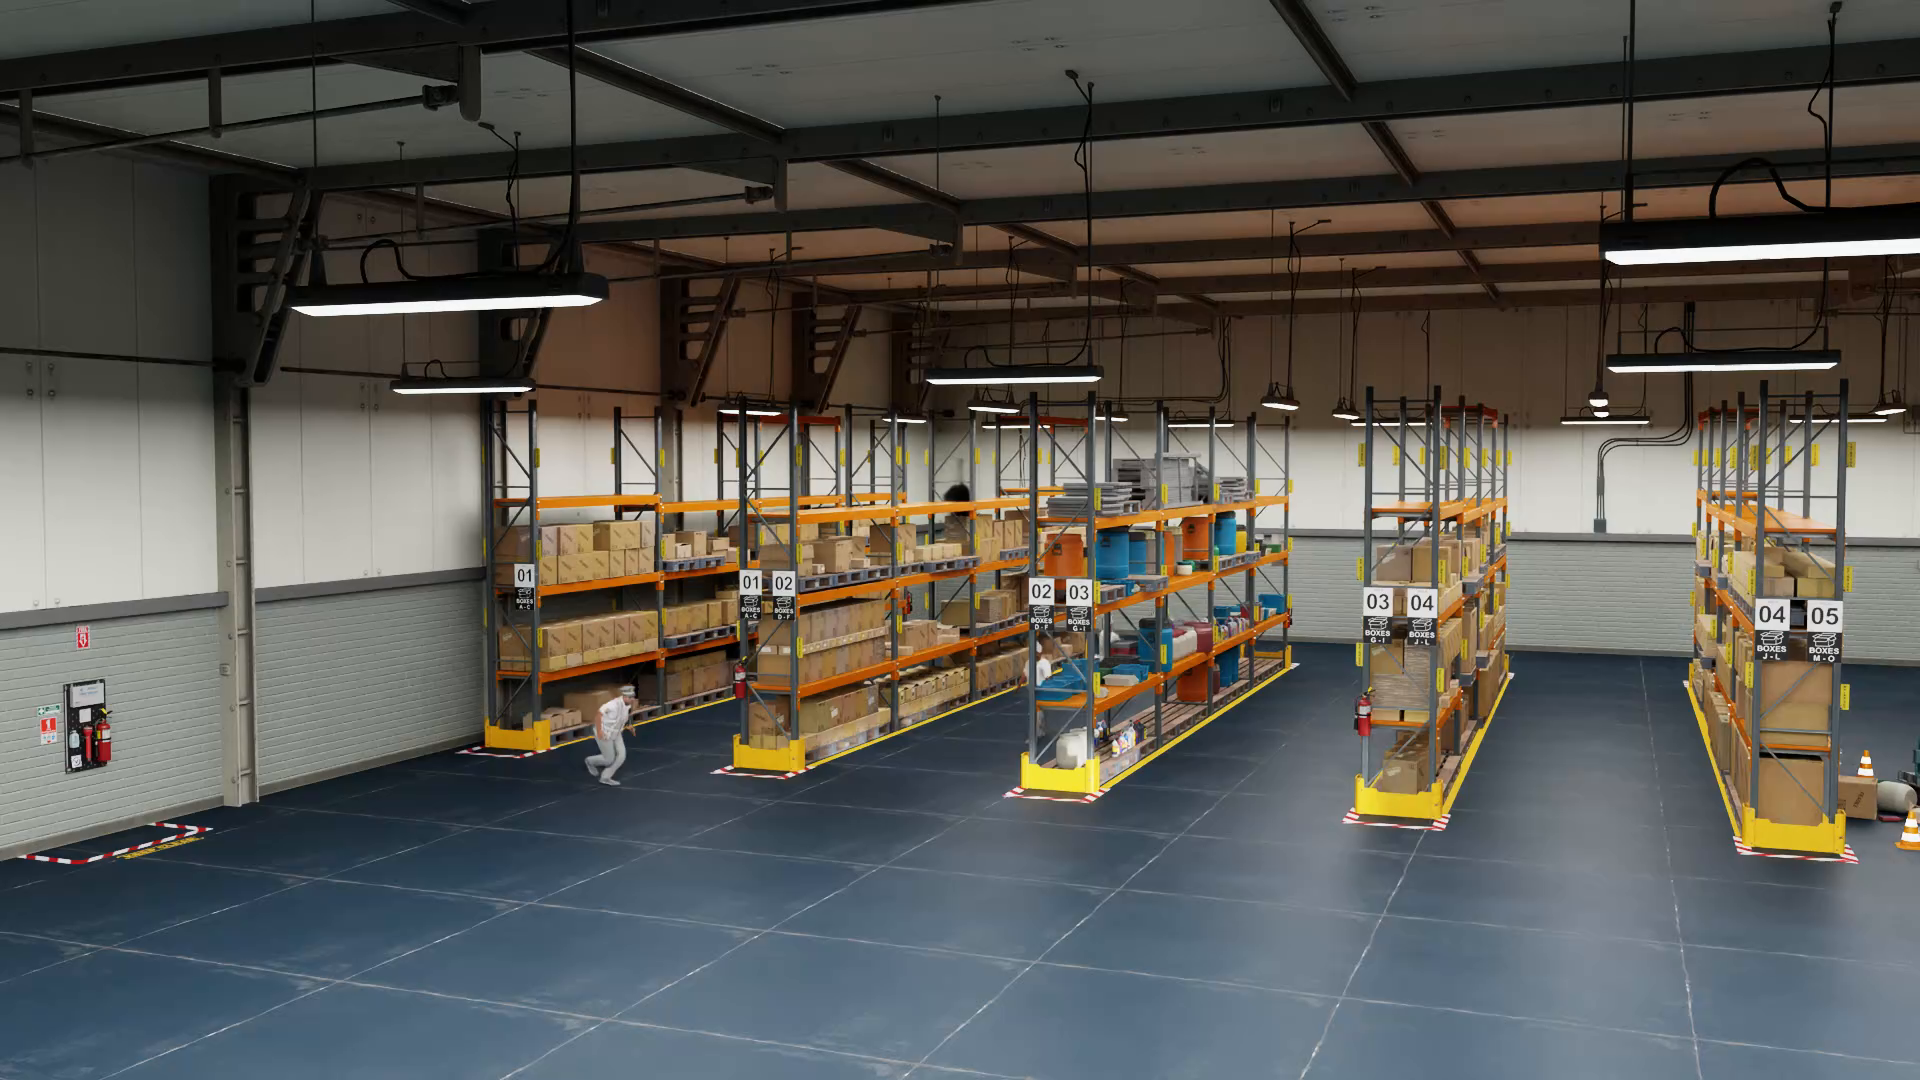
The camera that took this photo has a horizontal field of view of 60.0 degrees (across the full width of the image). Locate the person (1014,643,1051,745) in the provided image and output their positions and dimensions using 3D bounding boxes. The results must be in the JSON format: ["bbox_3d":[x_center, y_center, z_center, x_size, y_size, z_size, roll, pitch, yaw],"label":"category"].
[{"bbox_3d":[1.316,2.684,29.386,0.768,1.759,0.755,-2,4,-38],"label":"person"}]

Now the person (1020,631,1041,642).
[{"bbox_3d":[1.797,2.096,42.783,0.675,1.613,0.576,0,3,3],"label":"person"}]

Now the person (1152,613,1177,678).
[{"bbox_3d":[4.674,2.347,37.137,1.116,1.596,0.719,-2,4,-37],"label":"person"}]

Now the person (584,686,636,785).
[{"bbox_3d":[-5.352,2.987,25.375,0.936,1.553,0.682,1,3,27],"label":"person"}]

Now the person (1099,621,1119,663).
[{"bbox_3d":[3.023,2.456,33.893,0.647,1.721,0.689,2,4,39],"label":"person"}]
